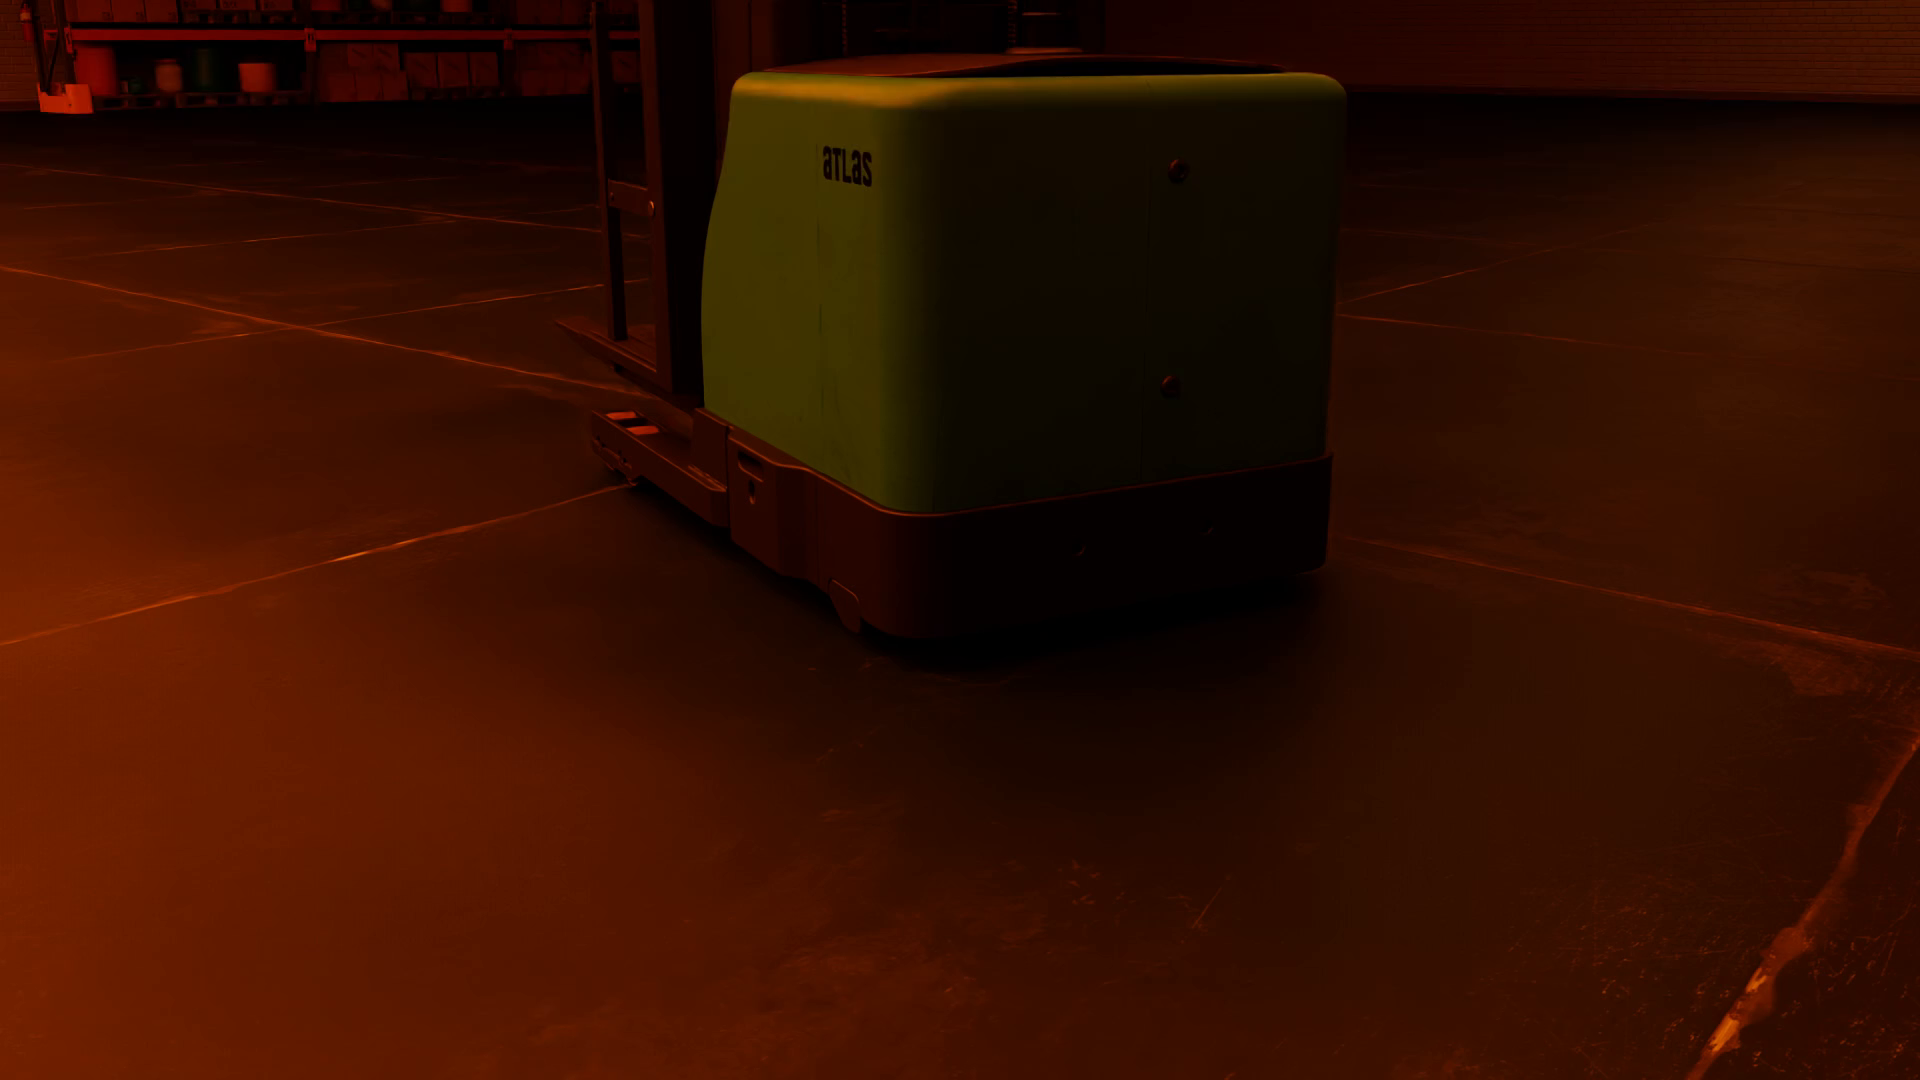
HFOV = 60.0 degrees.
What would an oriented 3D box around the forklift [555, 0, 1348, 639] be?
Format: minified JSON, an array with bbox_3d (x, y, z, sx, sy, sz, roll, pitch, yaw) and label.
[{"bbox_3d":[-0.359,-1.597,4.157,1.130,2.935,3.031,-9,19,-27],"label":"forklift"}]
